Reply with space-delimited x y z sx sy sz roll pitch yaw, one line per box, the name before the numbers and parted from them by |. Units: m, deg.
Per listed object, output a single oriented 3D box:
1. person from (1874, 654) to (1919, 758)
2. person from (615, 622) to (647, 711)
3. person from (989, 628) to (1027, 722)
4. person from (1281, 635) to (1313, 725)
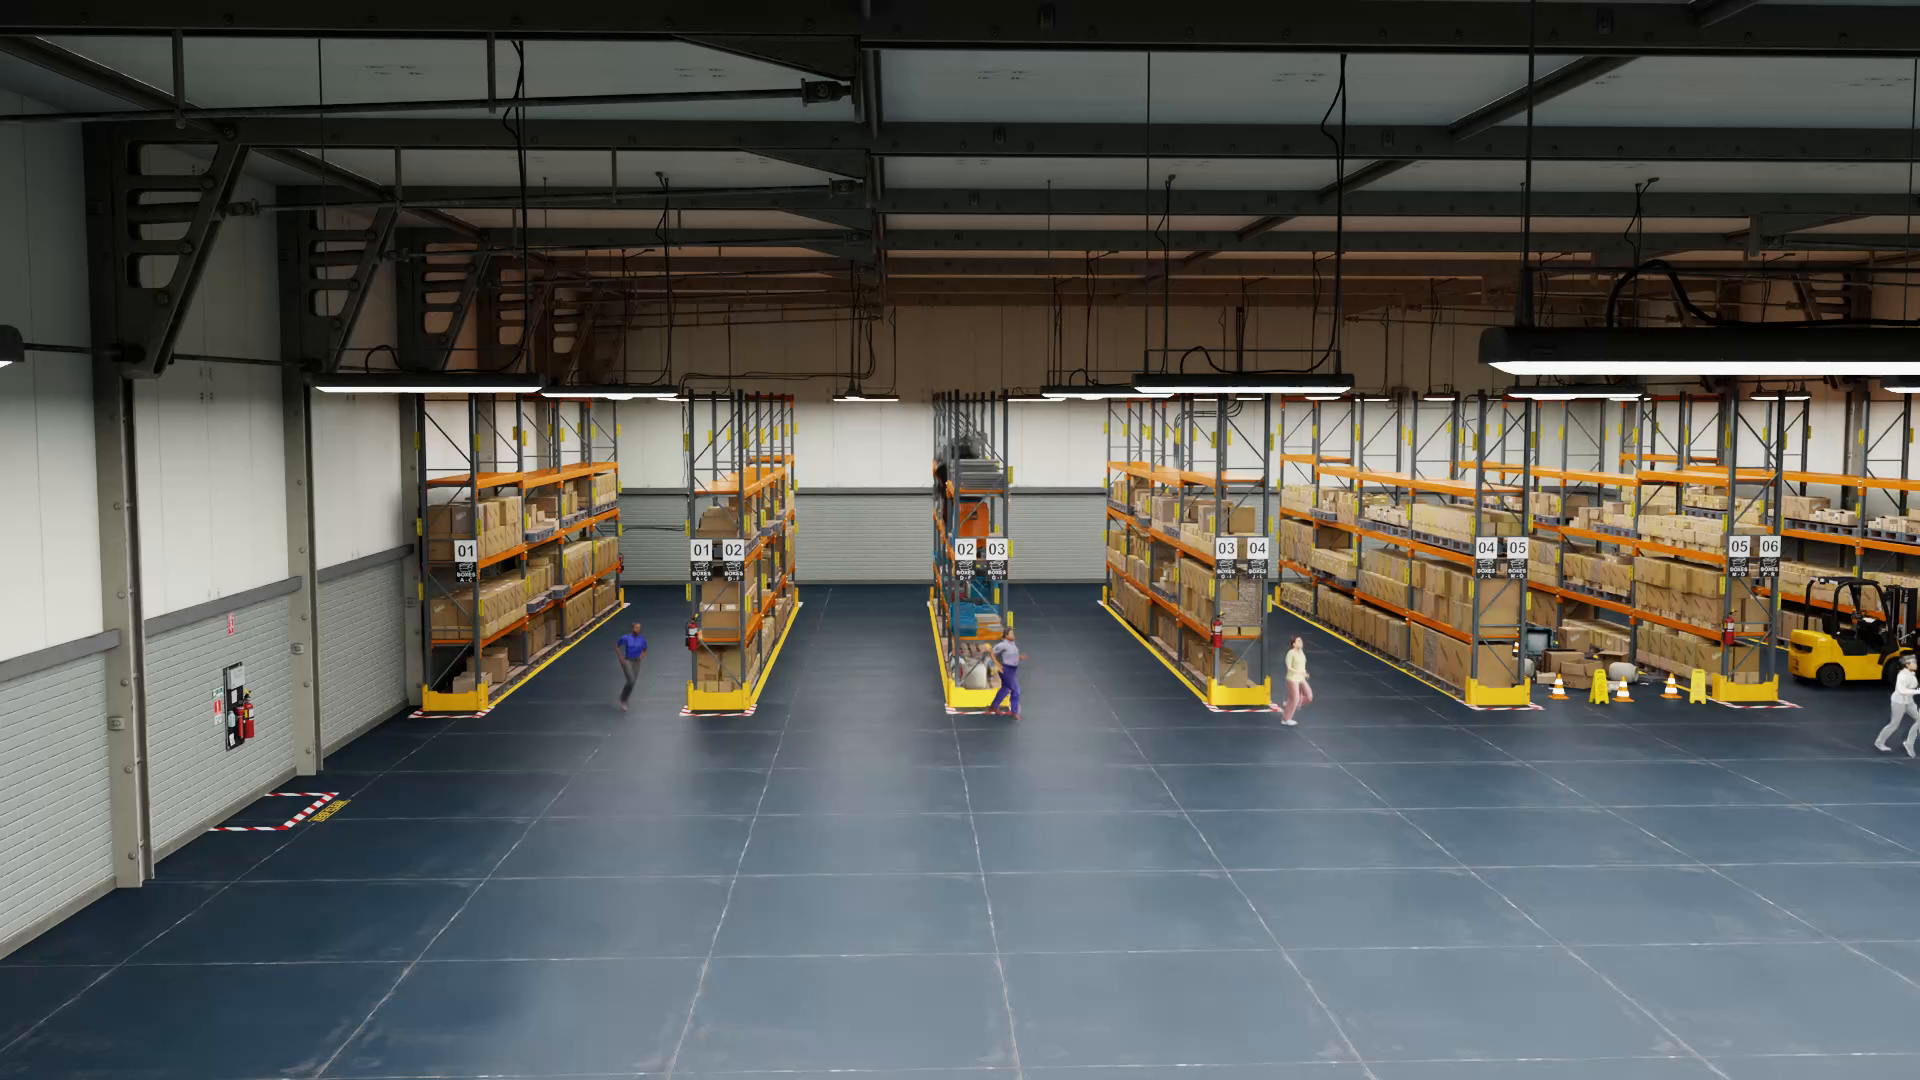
person | 15.333 2.679 27.068 0.639 1.695 0.804 -3 6 -37
person | -6.161 2.375 31.274 0.584 1.664 0.614 -4 6 -40
person | 0.853 2.450 30.199 0.766 1.699 0.582 2 5 21
person | 6.011 2.495 29.603 0.598 1.621 0.610 -4 6 -44
